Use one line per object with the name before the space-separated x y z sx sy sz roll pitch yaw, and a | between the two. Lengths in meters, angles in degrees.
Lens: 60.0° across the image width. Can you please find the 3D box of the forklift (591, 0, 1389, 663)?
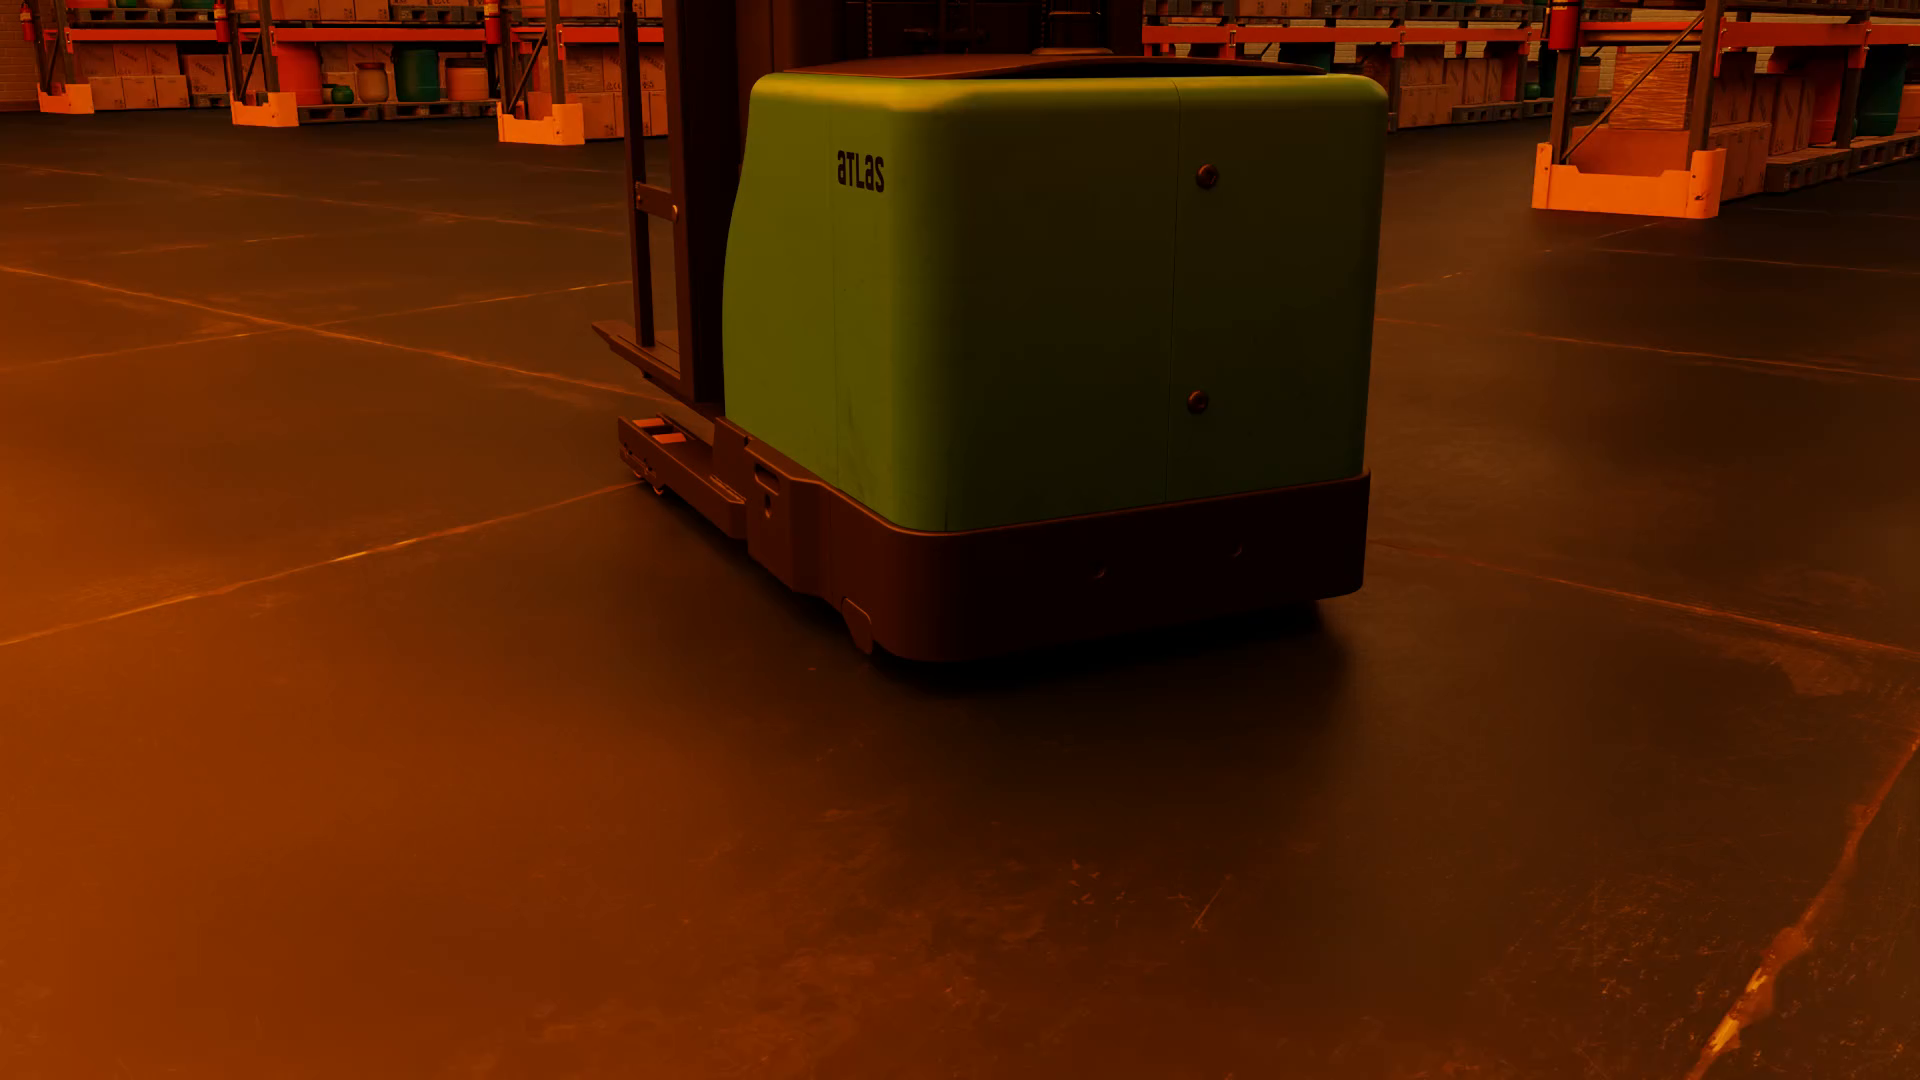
forklift | -0.270 -1.565 4.052 1.130 2.935 3.031 -8 19 -25
